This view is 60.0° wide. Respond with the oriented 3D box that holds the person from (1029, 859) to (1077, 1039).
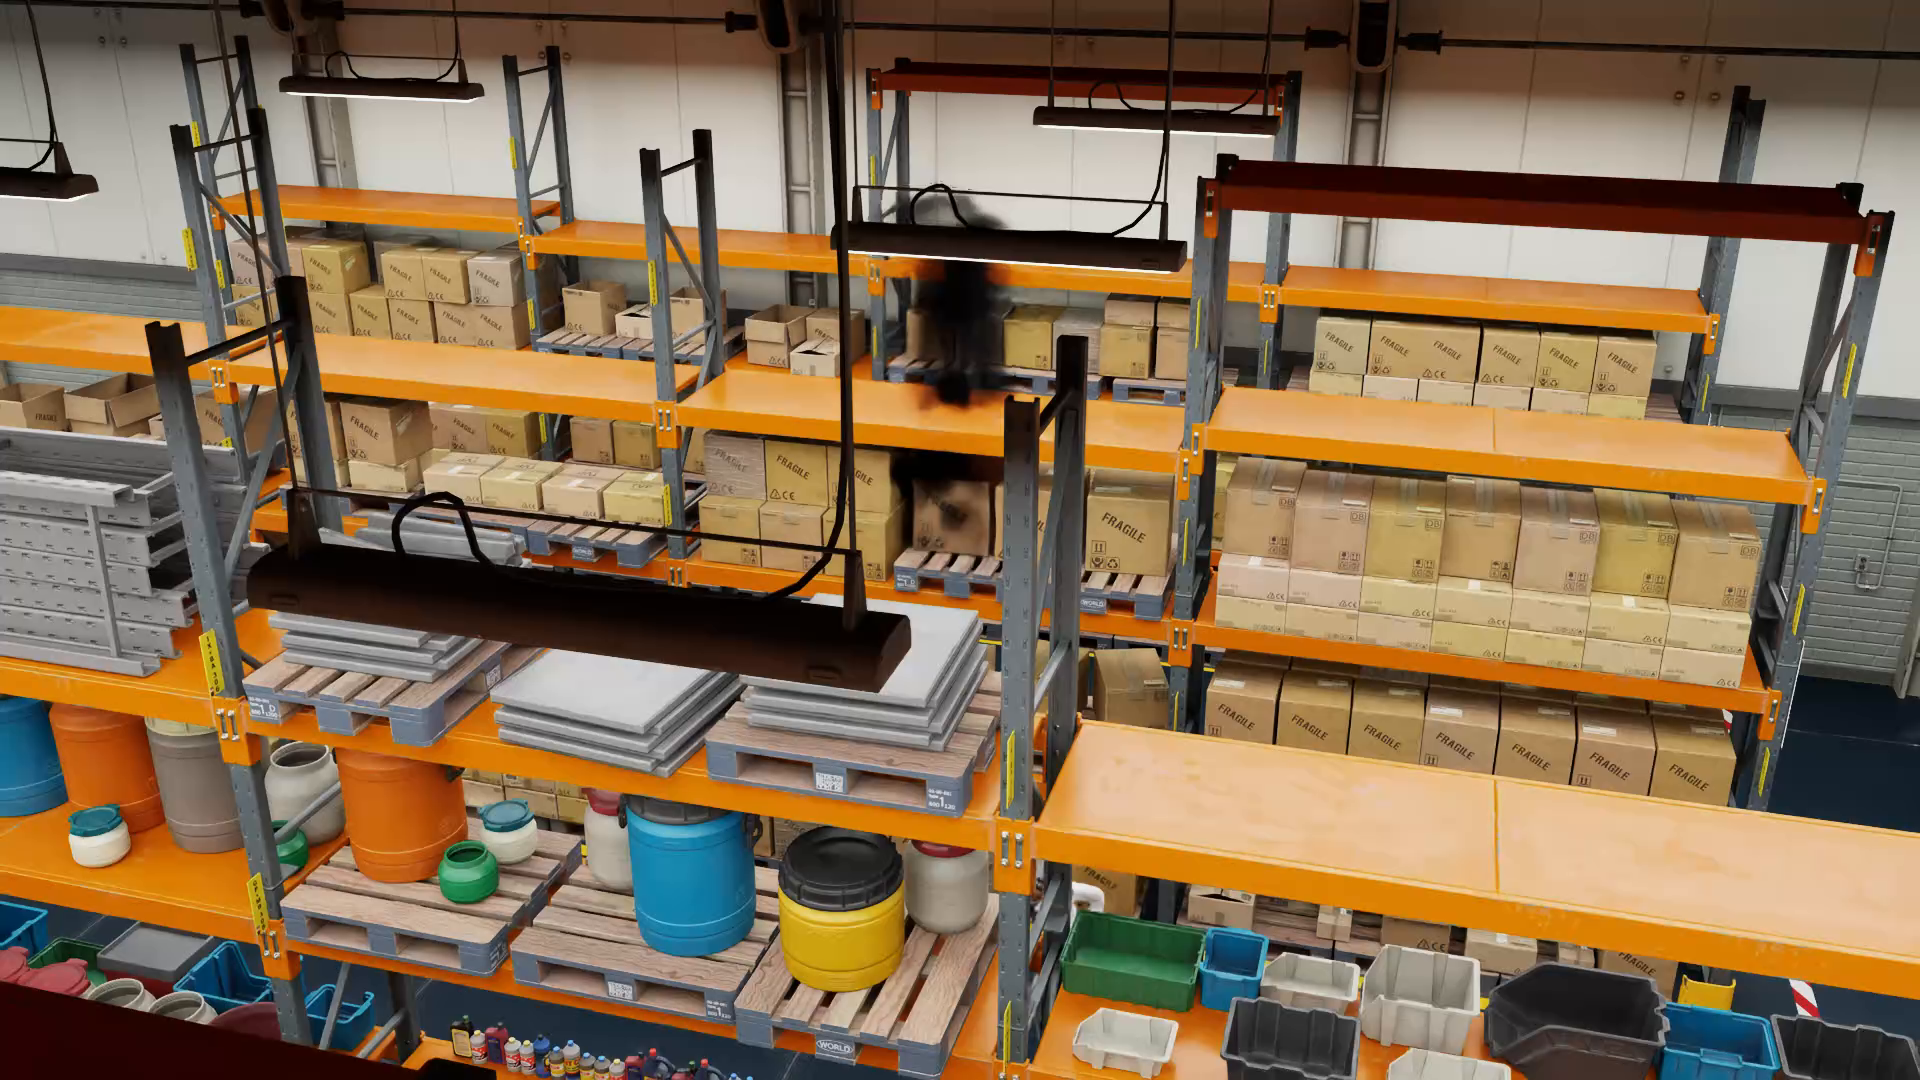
[{"bbox_3d":[0.730,2.873,11.040,0.844,1.719,0.434,3,23,7],"label":"person"}]
